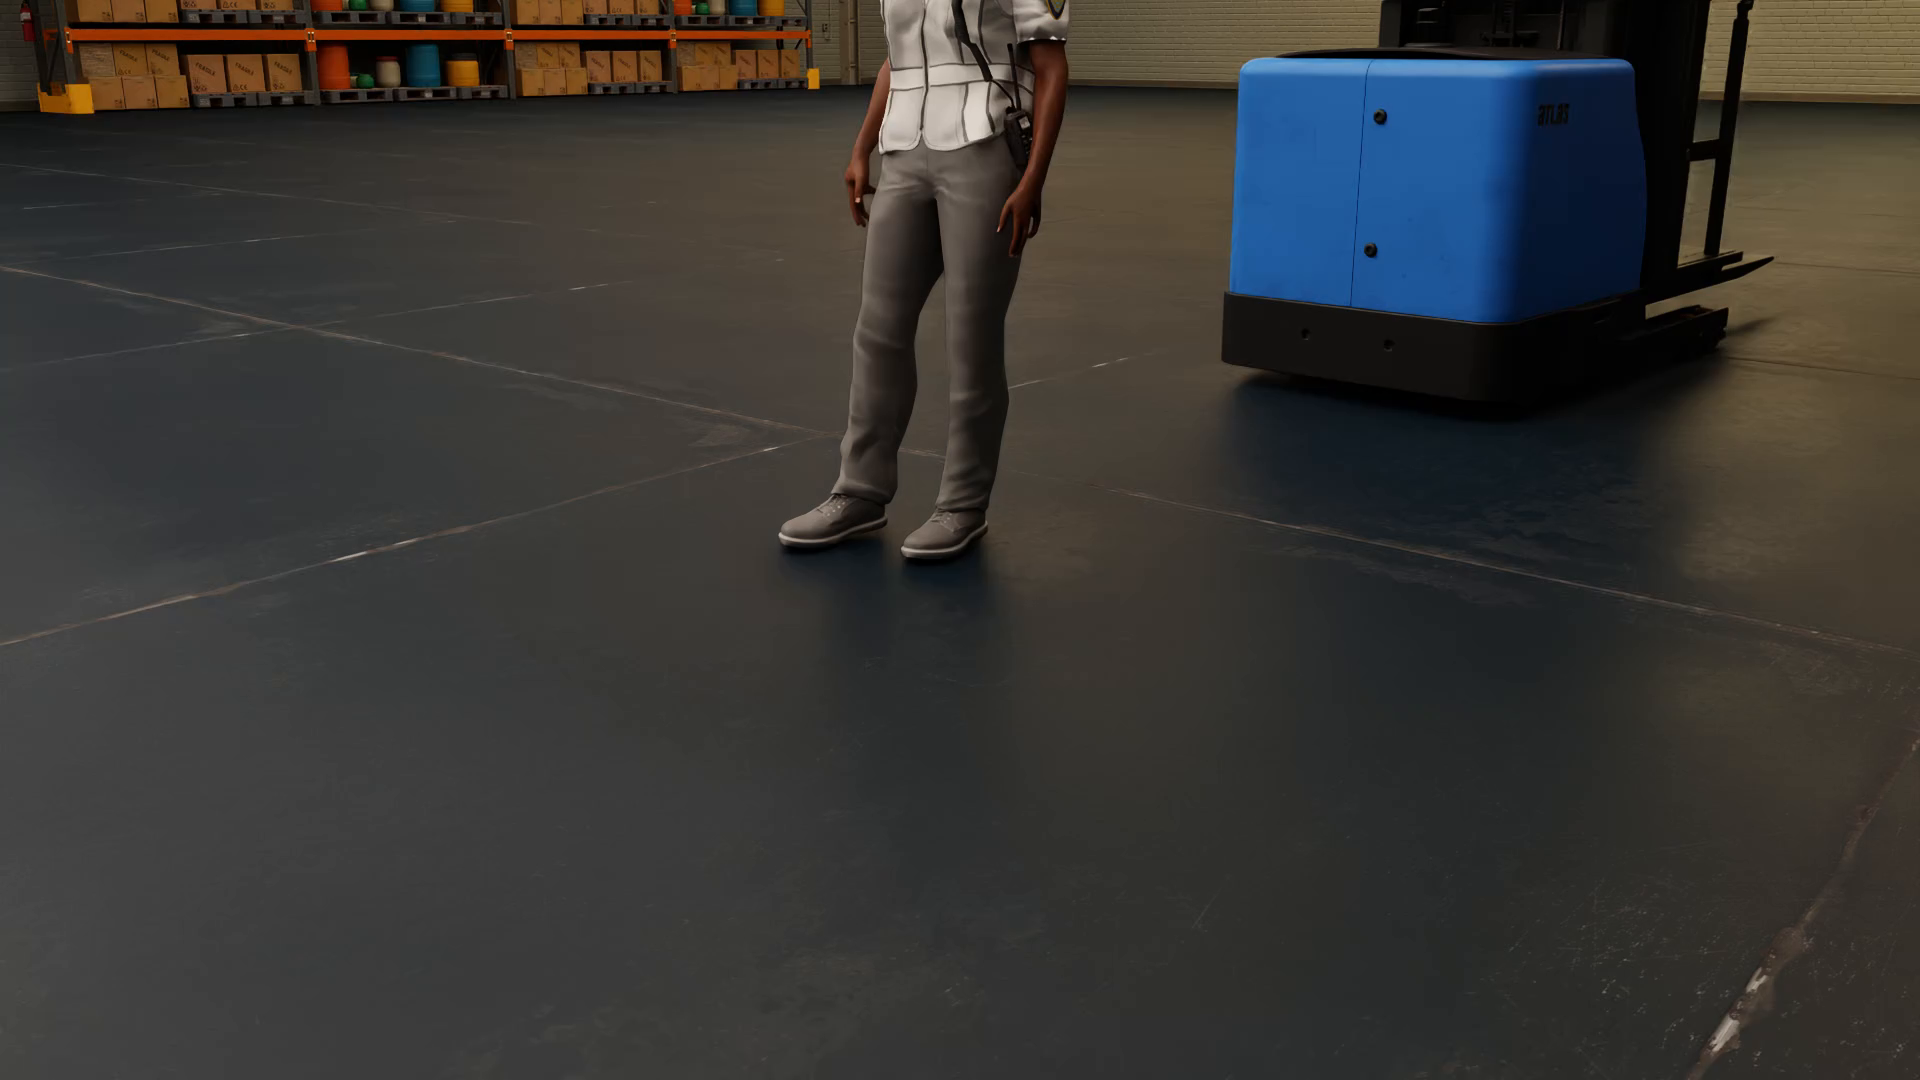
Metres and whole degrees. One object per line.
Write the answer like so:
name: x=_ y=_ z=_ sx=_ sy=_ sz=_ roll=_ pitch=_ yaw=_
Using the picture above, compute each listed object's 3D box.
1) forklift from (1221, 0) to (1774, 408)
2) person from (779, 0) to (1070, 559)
forklift: x=2.270 y=-2.168 z=6.037 sx=1.130 sy=2.935 sz=3.031 roll=15 pitch=22 yaw=41
person: x=-0.063 y=-0.805 z=3.650 sx=0.569 sy=1.695 sz=0.528 roll=13 pitch=21 yaw=37
